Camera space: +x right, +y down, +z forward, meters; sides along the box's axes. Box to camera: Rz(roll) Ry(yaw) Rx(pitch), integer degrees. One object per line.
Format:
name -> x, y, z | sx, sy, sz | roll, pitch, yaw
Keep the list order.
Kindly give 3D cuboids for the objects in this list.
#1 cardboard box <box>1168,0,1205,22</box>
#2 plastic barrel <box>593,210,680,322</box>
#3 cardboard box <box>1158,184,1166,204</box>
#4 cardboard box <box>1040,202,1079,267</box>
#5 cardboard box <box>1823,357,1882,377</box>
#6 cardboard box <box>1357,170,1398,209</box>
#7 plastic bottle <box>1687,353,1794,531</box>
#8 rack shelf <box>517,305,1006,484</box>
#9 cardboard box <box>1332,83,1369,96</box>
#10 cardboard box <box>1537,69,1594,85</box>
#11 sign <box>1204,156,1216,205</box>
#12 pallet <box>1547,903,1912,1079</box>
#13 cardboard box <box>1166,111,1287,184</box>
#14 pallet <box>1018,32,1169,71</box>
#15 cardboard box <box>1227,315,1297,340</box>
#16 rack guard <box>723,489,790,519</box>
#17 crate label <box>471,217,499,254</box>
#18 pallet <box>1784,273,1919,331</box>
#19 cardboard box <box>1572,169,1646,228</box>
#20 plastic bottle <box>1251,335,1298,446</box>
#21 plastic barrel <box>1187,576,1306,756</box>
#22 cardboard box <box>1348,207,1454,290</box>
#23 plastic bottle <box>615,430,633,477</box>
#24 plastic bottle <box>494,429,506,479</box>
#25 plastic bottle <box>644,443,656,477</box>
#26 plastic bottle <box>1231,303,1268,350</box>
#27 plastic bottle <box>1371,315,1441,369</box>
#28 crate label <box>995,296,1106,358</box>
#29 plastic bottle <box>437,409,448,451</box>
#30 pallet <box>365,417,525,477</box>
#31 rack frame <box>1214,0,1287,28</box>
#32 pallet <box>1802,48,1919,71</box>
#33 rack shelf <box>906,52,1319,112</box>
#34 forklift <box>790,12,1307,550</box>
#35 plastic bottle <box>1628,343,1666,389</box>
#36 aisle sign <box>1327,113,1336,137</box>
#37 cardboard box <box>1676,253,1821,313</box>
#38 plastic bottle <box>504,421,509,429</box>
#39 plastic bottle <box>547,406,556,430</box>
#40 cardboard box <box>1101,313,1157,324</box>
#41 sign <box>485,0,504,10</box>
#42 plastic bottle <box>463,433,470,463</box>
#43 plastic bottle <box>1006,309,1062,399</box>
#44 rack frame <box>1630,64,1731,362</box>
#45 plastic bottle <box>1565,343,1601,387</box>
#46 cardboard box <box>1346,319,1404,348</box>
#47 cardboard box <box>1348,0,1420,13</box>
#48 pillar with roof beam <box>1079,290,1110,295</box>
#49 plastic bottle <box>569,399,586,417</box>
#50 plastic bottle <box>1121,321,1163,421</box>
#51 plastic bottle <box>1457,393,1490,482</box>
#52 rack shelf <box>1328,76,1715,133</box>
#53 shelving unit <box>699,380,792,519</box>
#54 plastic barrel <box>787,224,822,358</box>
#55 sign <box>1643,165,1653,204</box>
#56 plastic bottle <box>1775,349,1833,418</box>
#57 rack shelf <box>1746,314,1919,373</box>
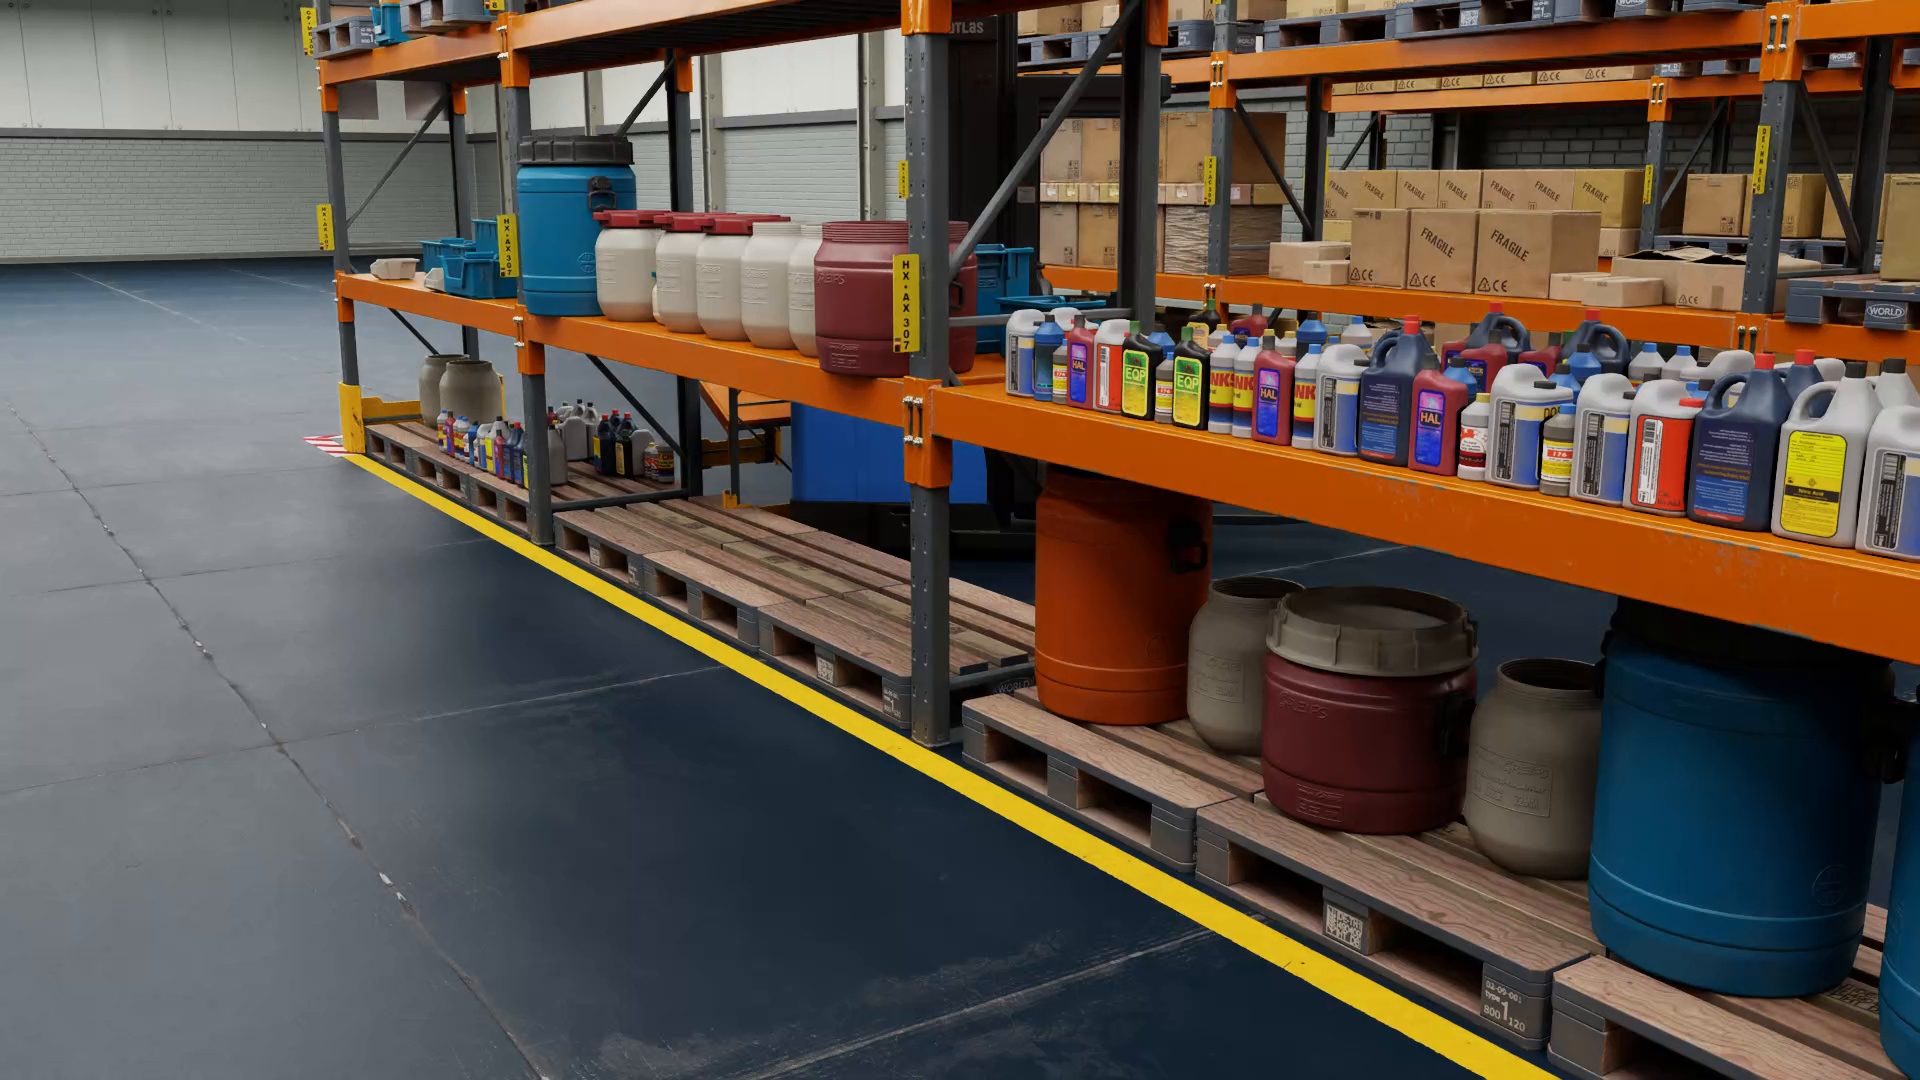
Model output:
cardboard box -> 1.824, -3.993, 12.476 | 0.500, 0.311, 0.500 | -9, 15, -36
plastic barrel -> -1.595, -1.365, 8.266 | 0.433, 0.535, 0.433 | 0, 12, 0
cardboard box -> 1.571, -2.560, 12.294 | 0.380, 0.149, 0.250 | -9, 15, -34
cardboard box -> 1.075, -2.481, 13.454 | 0.700, 0.500, 0.500 | -8, 14, -31
cardboard box -> 7.303, -1.351, 13.340 | 0.700, 0.500, 0.500 | -8, 15, -32
cardboard box -> 4.368, -3.472, 16.768 | 0.500, 0.500, 0.500 | -8, 15, -33
plastic bottle -> 1.605, -0.206, 3.397 | 0.144, 0.351, 0.185 | -8, 15, -33
rack shelf -> -0.835, -0.788, 7.628 | 1.077, 0.370, 4.000 | -8, 15, -33
cardboard box -> 4.066, -4.814, 17.052 | 0.500, 0.500, 0.500 | -8, 14, -31
cardboard box -> 5.549, -4.344, 14.901 | 0.500, 0.500, 0.500 | -10, 16, -37
sign -> 1.722, -2.476, 11.453 | 0.100, 0.325, 0.005 | -8, 15, -33
pallet -> 2.097, 1.148, 3.619 | 1.003, 0.211, 1.213 | -8, 15, -33
cardboard box -> 1.932, -2.842, 12.064 | 0.700, 0.500, 0.500 | -8, 15, -32
pallet -> 1.017, -3.868, 13.215 | 1.003, 0.211, 1.213 | -8, 15, -33
cardboard box -> 2.186, -1.429, 12.571 | 0.500, 0.500, 0.500 | -8, 15, -33
rack guard -> -1.033, -0.179, 9.326 | 0.587, 0.250, 0.087 | -7, 25, -20
crate label -> -2.914, -1.928, 11.076 | 0.502, 0.435, 0.616 | -8, 15, -33
pallet -> 4.833, -1.163, 8.110 | 1.213, 0.211, 1.003 | -8, 15, -33
cardboard box -> 5.785, -3.018, 14.691 | 0.500, 0.500, 0.500 | -8, 15, -33
plastic bottle -> 0.846, -0.401, 4.445 | 0.061, 0.283, 0.133 | -8, 15, -33
plastic barrel -> 0.946, 0.401, 5.346 | 0.421, 0.512, 0.421 | 0, 12, 0
cardboard box -> 2.887, -1.897, 10.783 | 0.500, 0.500, 0.500 | -7, 14, -29
plastic bottle -> -2.045, -0.533, 10.107 | 0.061, 0.283, 0.133 | -8, 15, -33
plastic bottle -> -2.771, -0.522, 10.054 | 0.061, 0.283, 0.133 | -7, 14, -29
plastic bottle -> -1.867, -0.488, 10.091 | 0.097, 0.201, 0.097 | 0, 12, 0
plastic bottle -> 0.980, -0.664, 5.651 | 0.061, 0.283, 0.133 | -8, 15, -33
plastic bottle -> 1.150, -0.411, 4.335 | 0.144, 0.351, 0.185 | -8, 15, -33
crate label -> 0.352, -0.821, 6.488 | 0.303, 0.233, 0.416 | -8, 15, -33
plastic bottle -> -3.414, -0.729, 11.032 | 0.097, 0.271, 0.097 | 0, 12, 0
pallet -> -3.632, -0.691, 12.028 | 1.003, 0.211, 1.213 | -8, 15, -33
rack frame -> 2.183, -5.012, 11.214 | 1.000, 3.000, 0.127 | -8, 15, -33
pallet -> 7.135, -3.735, 12.838 | 1.213, 0.211, 1.003 | -8, 15, -33
rack shelf -> 1.075, -3.550, 13.238 | 1.077, 0.370, 4.000 | -8, 15, -33
forklift -> 0.624, -1.424, 9.011 | 3.031, 2.935, 1.130 | 1, 12, 3
plastic bottle -> 1.813, -0.384, 4.398 | 0.097, 0.271, 0.097 | 0, 12, 0
aisle sign -> 3.799, -4.626, 17.411 | 0.394, 0.787, 0.004 | -8, 15, -33
cardboard box -> 4.234, -1.396, 8.931 | 0.500, 0.311, 0.500 | -7, 14, -29
plastic bottle -> -2.823, -0.597, 10.399 | 0.061, 0.283, 0.133 | -8, 15, -33
plastic bottle -> -2.748, -0.759, 11.139 | 0.061, 0.283, 0.133 | -8, 15, -33
cardboard box -> 1.196, -1.544, 13.101 | 0.500, 0.500, 0.500 | -8, 15, -33
sign -> -2.407, -2.902, 8.567 | 0.100, 0.325, 0.005 | -8, 15, -33
plastic bottle -> -3.114, -0.599, 10.599 | 0.097, 0.201, 0.097 | 0, 12, 0
plastic bottle -> 0.244, -0.608, 5.411 | 0.152, 0.276, 0.135 | -8, 15, -33
rack frame -> 6.305, -2.668, 14.540 | 1.000, 3.000, 0.127 | -8, 15, -33
plastic bottle -> 1.639, -0.384, 4.399 | 0.097, 0.271, 0.097 | 0, 12, 0
cardboard box -> 4.397, -2.147, 17.422 | 0.500, 0.311, 0.500 | -10, 16, -39
cardboard box -> 2.823, -3.470, 10.555 | 0.500, 0.250, 0.500 | -10, 16, -38
pillar with roof beam -> -1.712, -6.845, 19.600 | 9.100, 9.000, 0.400 | -8, 15, -33
plastic bottle -> -2.488, -0.751, 10.945 | 0.144, 0.351, 0.185 | -7, 14, -30
plastic bottle -> 0.537, -0.500, 4.900 | 0.061, 0.283, 0.133 | -8, 15, -33
plastic bottle -> 1.230, -0.244, 3.923 | 0.097, 0.201, 0.097 | 0, 12, 0
rack shelf -> 5.196, -4.137, 15.923 | 1.077, 0.370, 4.000 | -8, 15, -33
shelving unit -> -1.189, -0.944, 9.497 | 0.587, 1.500, 1.083 | -7, 25, -20
plastic barrel -> -0.474, -0.996, 6.633 | 0.421, 0.512, 0.421 | 0, 12, 0
sign -> 5.857, -3.025, 14.147 | 0.100, 0.325, 0.005 | -8, 15, -33
plastic bottle -> 1.725, -0.223, 3.475 | 0.144, 0.351, 0.185 | -8, 15, -33
rack shelf -> 5.507, -0.662, 7.053 | 1.077, 0.370, 4.000 | -8, 15, -33
